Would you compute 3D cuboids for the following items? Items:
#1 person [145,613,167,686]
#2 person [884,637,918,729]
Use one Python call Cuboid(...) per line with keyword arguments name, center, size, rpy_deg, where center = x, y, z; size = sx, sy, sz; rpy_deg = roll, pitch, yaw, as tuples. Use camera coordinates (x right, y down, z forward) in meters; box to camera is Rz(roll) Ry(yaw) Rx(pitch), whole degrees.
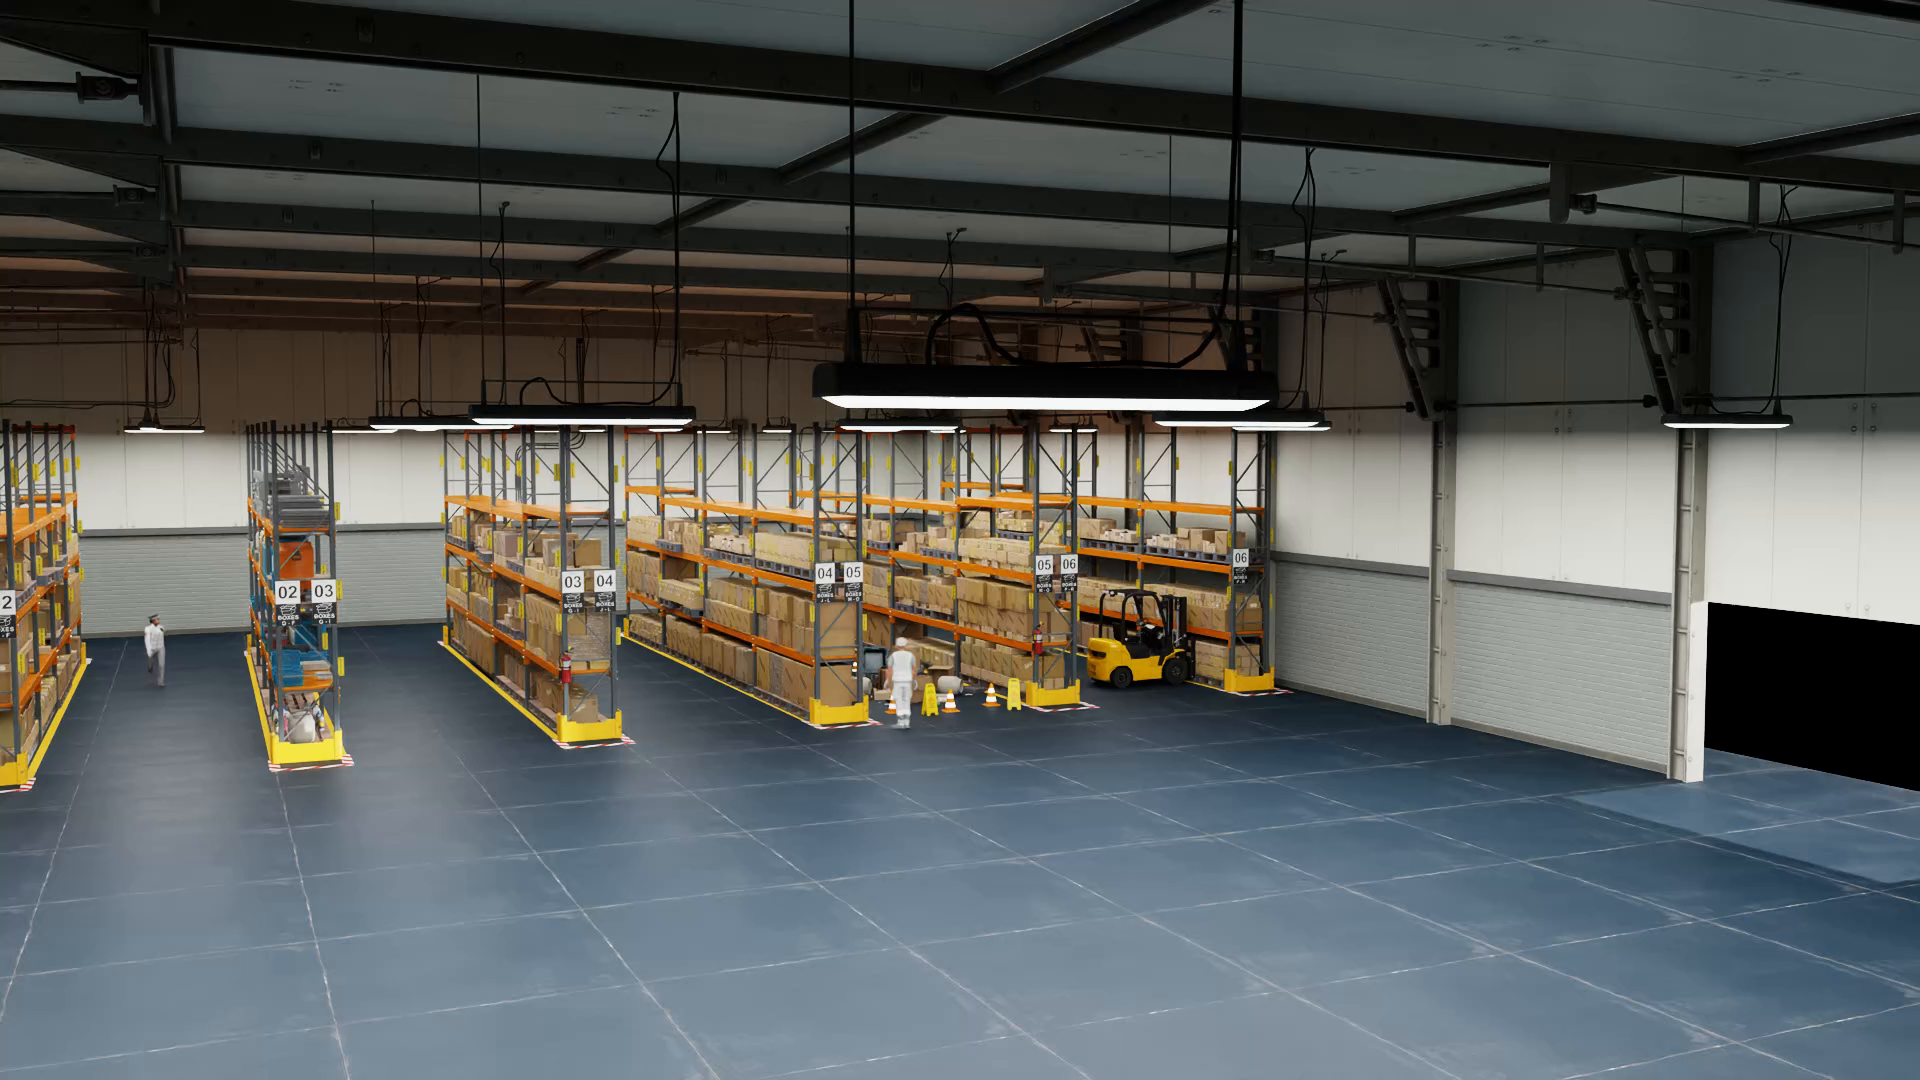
Cuboid(name="person", center=(-18.458, 2.498, 38.170), size=(0.444, 1.652, 0.707), rpy_deg=(-2, 4, -27))
Cuboid(name="person", center=(-1.146, 2.803, 32.519), size=(0.651, 1.818, 0.388), rpy_deg=(-1, 4, -15))
